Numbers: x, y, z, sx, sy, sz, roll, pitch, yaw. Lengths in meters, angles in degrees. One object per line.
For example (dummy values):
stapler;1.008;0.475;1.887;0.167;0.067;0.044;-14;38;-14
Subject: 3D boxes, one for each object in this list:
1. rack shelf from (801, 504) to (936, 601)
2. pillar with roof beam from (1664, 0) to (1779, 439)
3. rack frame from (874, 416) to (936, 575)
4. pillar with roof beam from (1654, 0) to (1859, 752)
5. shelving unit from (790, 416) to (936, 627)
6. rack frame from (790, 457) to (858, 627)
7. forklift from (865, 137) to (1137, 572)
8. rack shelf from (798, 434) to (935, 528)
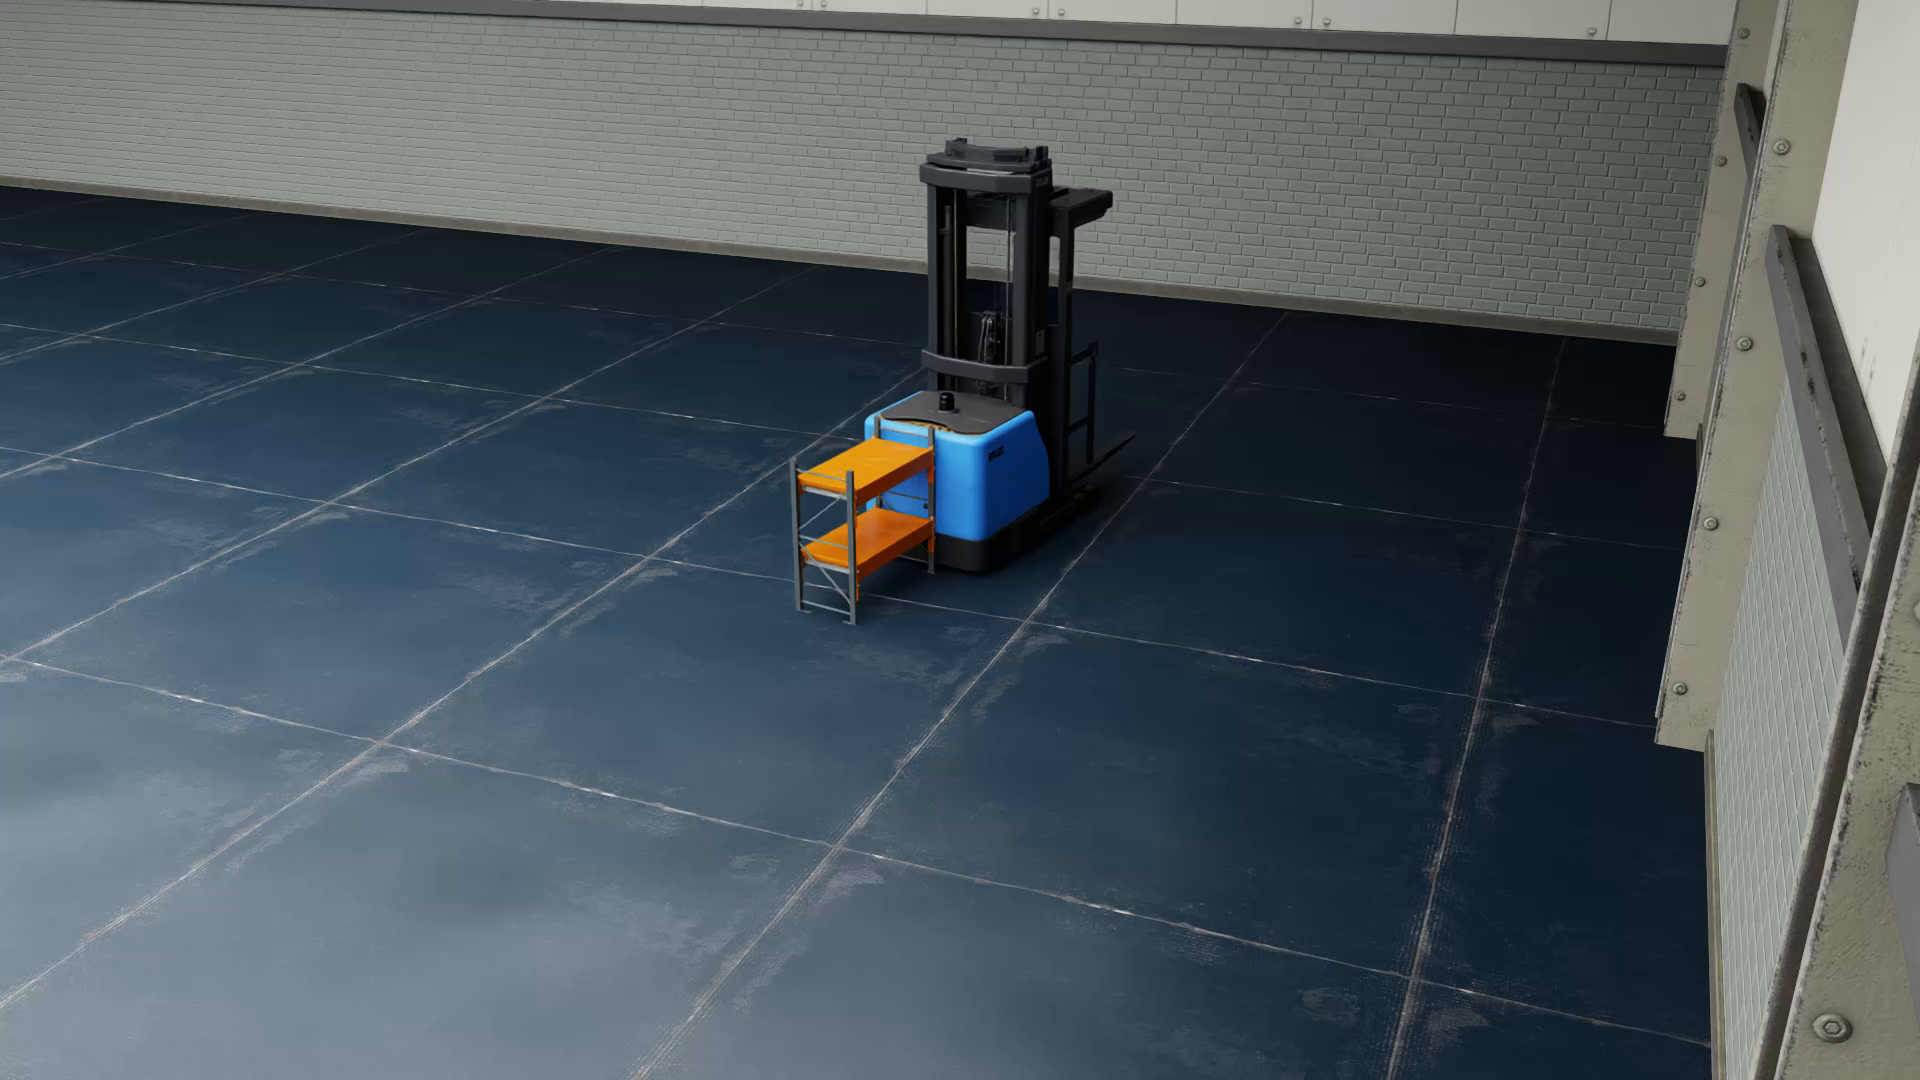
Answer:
rack shelf;-0.659;0.074;11.747;0.538;0.278;1.000;13;26;28
pillar with roof beam;2.568;-5.759;14.862;9.100;9.000;0.400;9;24;20
rack frame;-0.399;-0.320;12.056;0.500;1.125;0.032;13;26;28
pillar with roof beam;0.340;-3.612;9.721;9.100;9.000;0.400;9;24;20
shelving unit;-0.659;-0.151;11.653;0.538;1.125;1.048;13;26;28
rack frame;-0.919;0.017;11.250;0.500;1.125;0.032;13;26;28
forklift;0.475;-1.646;12.887;1.130;2.935;3.031;13;26;28
rack shelf;-0.659;-0.422;11.540;0.538;0.278;1.000;13;26;28
